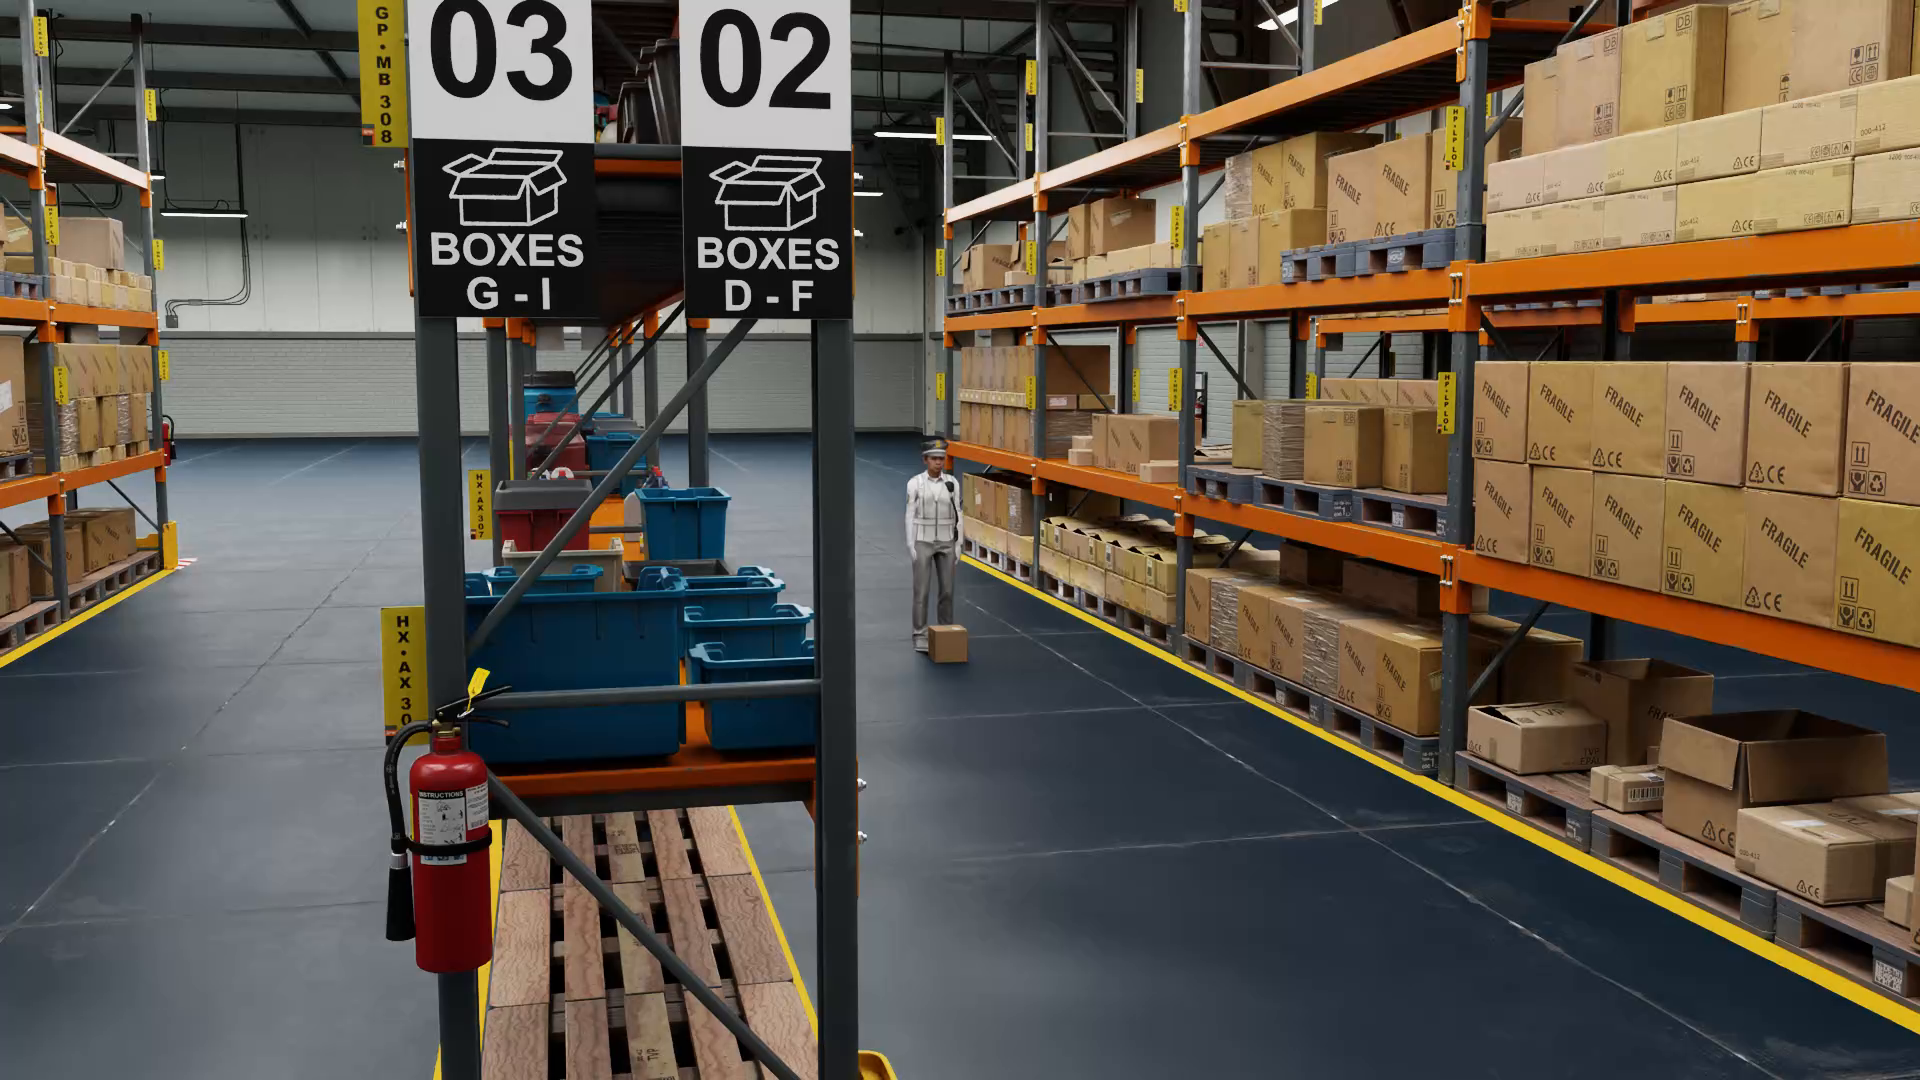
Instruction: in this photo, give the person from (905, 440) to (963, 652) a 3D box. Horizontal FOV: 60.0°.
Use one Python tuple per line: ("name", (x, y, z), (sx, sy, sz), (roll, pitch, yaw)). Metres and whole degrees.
("person", (-0.198, 0.077, 13.224), (0.468, 1.752, 0.341), (-1, 6, -13))
